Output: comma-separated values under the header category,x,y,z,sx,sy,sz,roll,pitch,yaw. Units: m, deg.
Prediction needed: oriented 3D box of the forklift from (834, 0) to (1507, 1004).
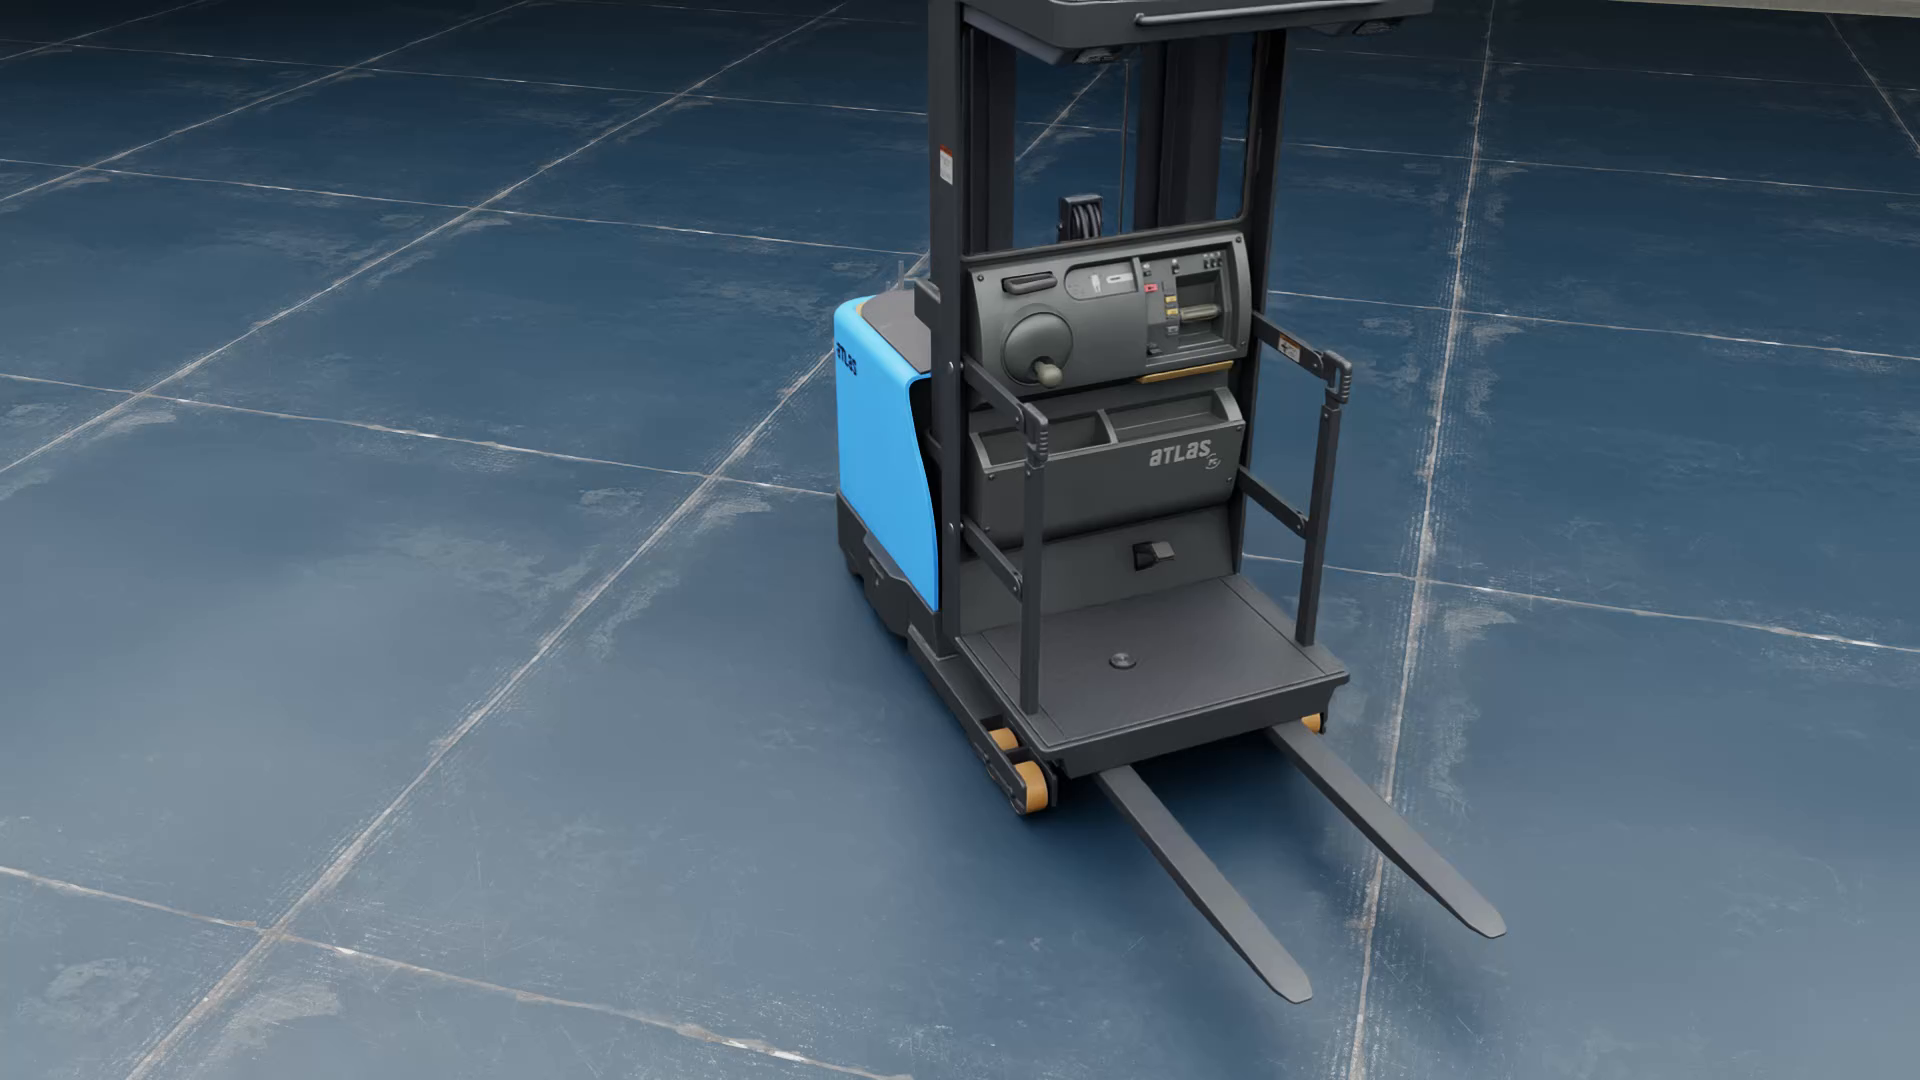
category,x,y,z,sx,sy,sz,roll,pitch,yaw
forklift,0.560,-0.659,4.919,1.130,2.935,3.031,-12,31,-20

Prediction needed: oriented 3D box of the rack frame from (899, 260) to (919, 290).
category,x,y,z,sx,sy,sz,roll,pitch,yaw
rack frame,-0.143,-0.637,6.816,0.200,1.050,0.008,5,29,9

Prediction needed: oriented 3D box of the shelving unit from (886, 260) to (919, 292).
category,x,y,z,sx,sy,sz,roll,pitch,yaw
shelving unit,-0.164,-0.579,6.711,0.215,1.050,0.252,5,29,9

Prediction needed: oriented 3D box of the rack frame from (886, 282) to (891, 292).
category,x,y,z,sx,sy,sz,roll,pitch,yaw
rack frame,-0.186,-0.521,6.606,0.200,1.050,0.008,5,29,9
